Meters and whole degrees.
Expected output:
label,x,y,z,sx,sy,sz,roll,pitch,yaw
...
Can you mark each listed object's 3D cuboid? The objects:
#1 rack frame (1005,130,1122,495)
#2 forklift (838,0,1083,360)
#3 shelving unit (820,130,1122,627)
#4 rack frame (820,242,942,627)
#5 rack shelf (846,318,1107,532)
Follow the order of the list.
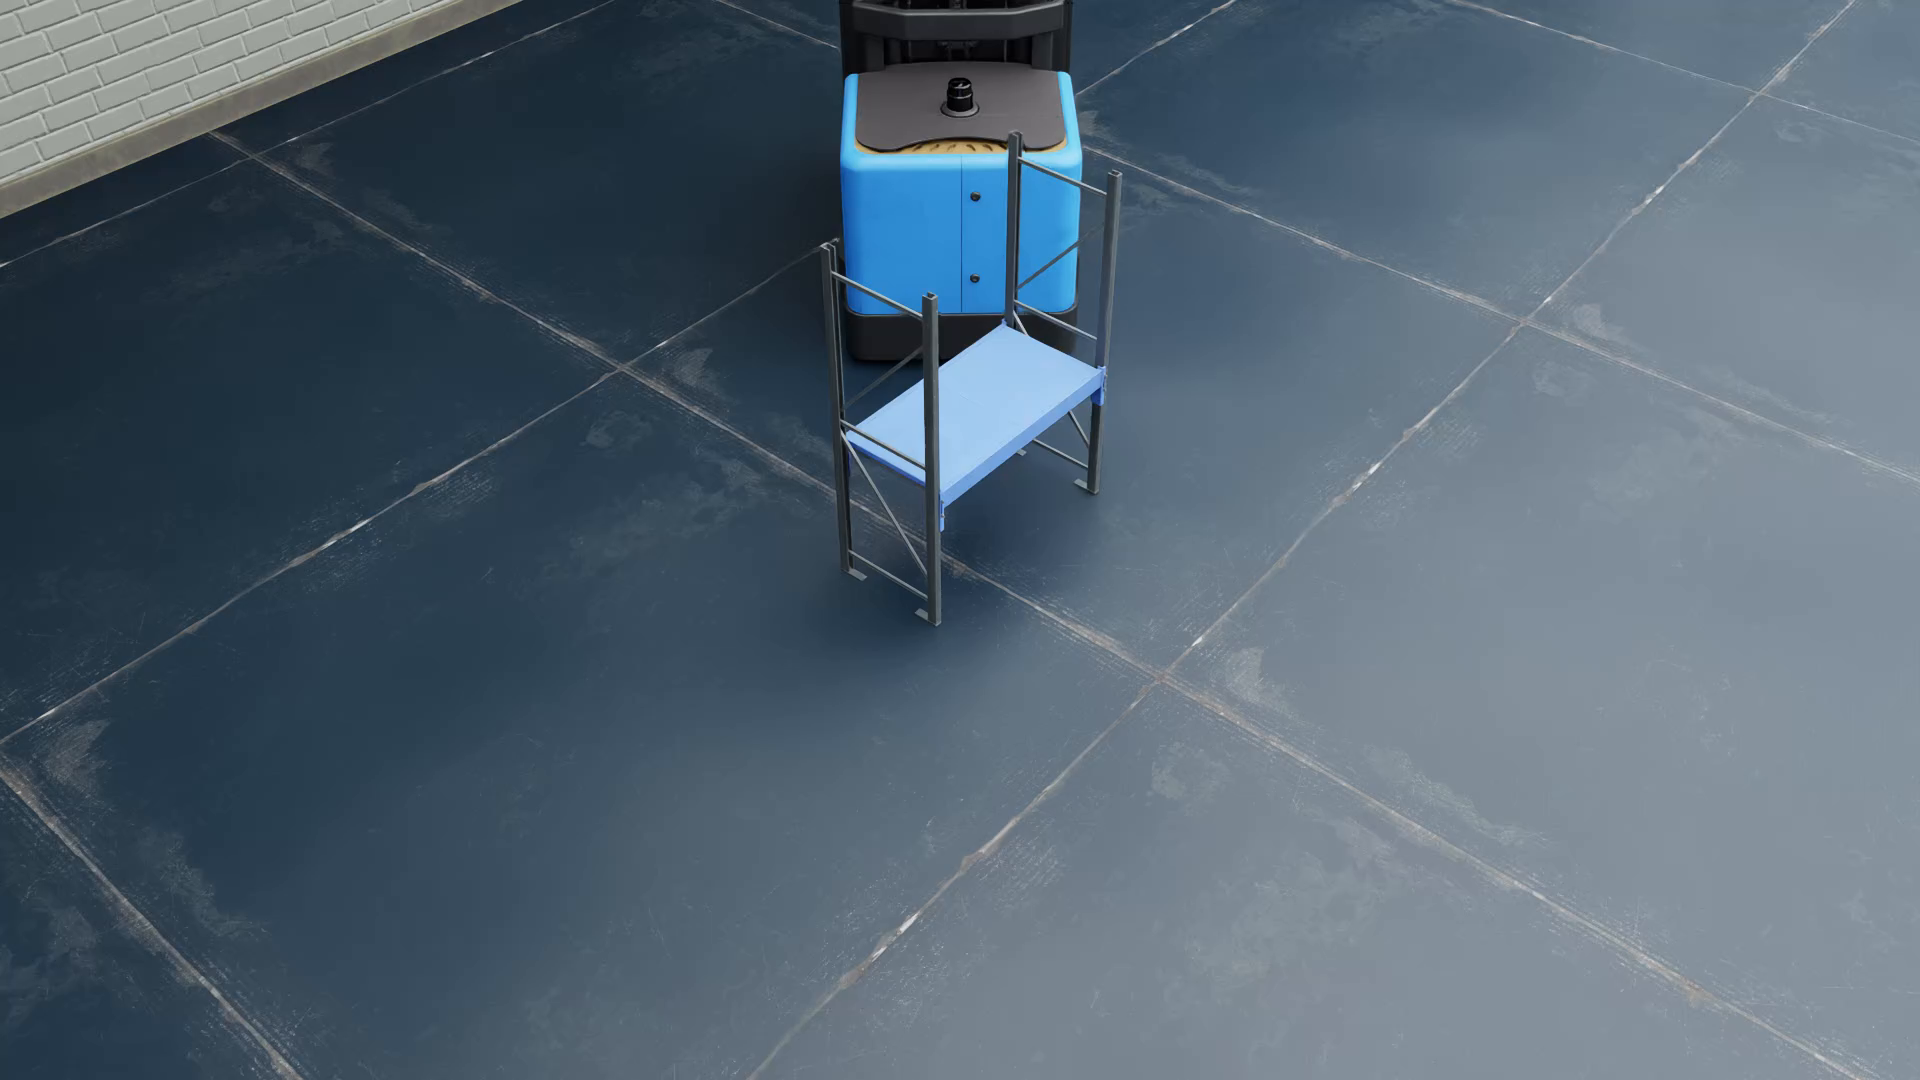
label,x,y,z,sx,sy,sz,roll,pitch,yaw
rack frame,0.382,-0.861,6.582,0.500,1.500,0.032,29,50,28
forklift,-0.024,-2.871,7.729,1.130,2.935,3.031,-1,42,-1
shelving unit,0.055,-0.599,6.294,0.538,1.500,1.048,29,50,28
rack frame,-0.272,-0.337,6.006,0.500,1.500,0.032,29,50,28
rack shelf,0.055,-0.466,6.415,0.538,0.185,1.000,29,50,28
